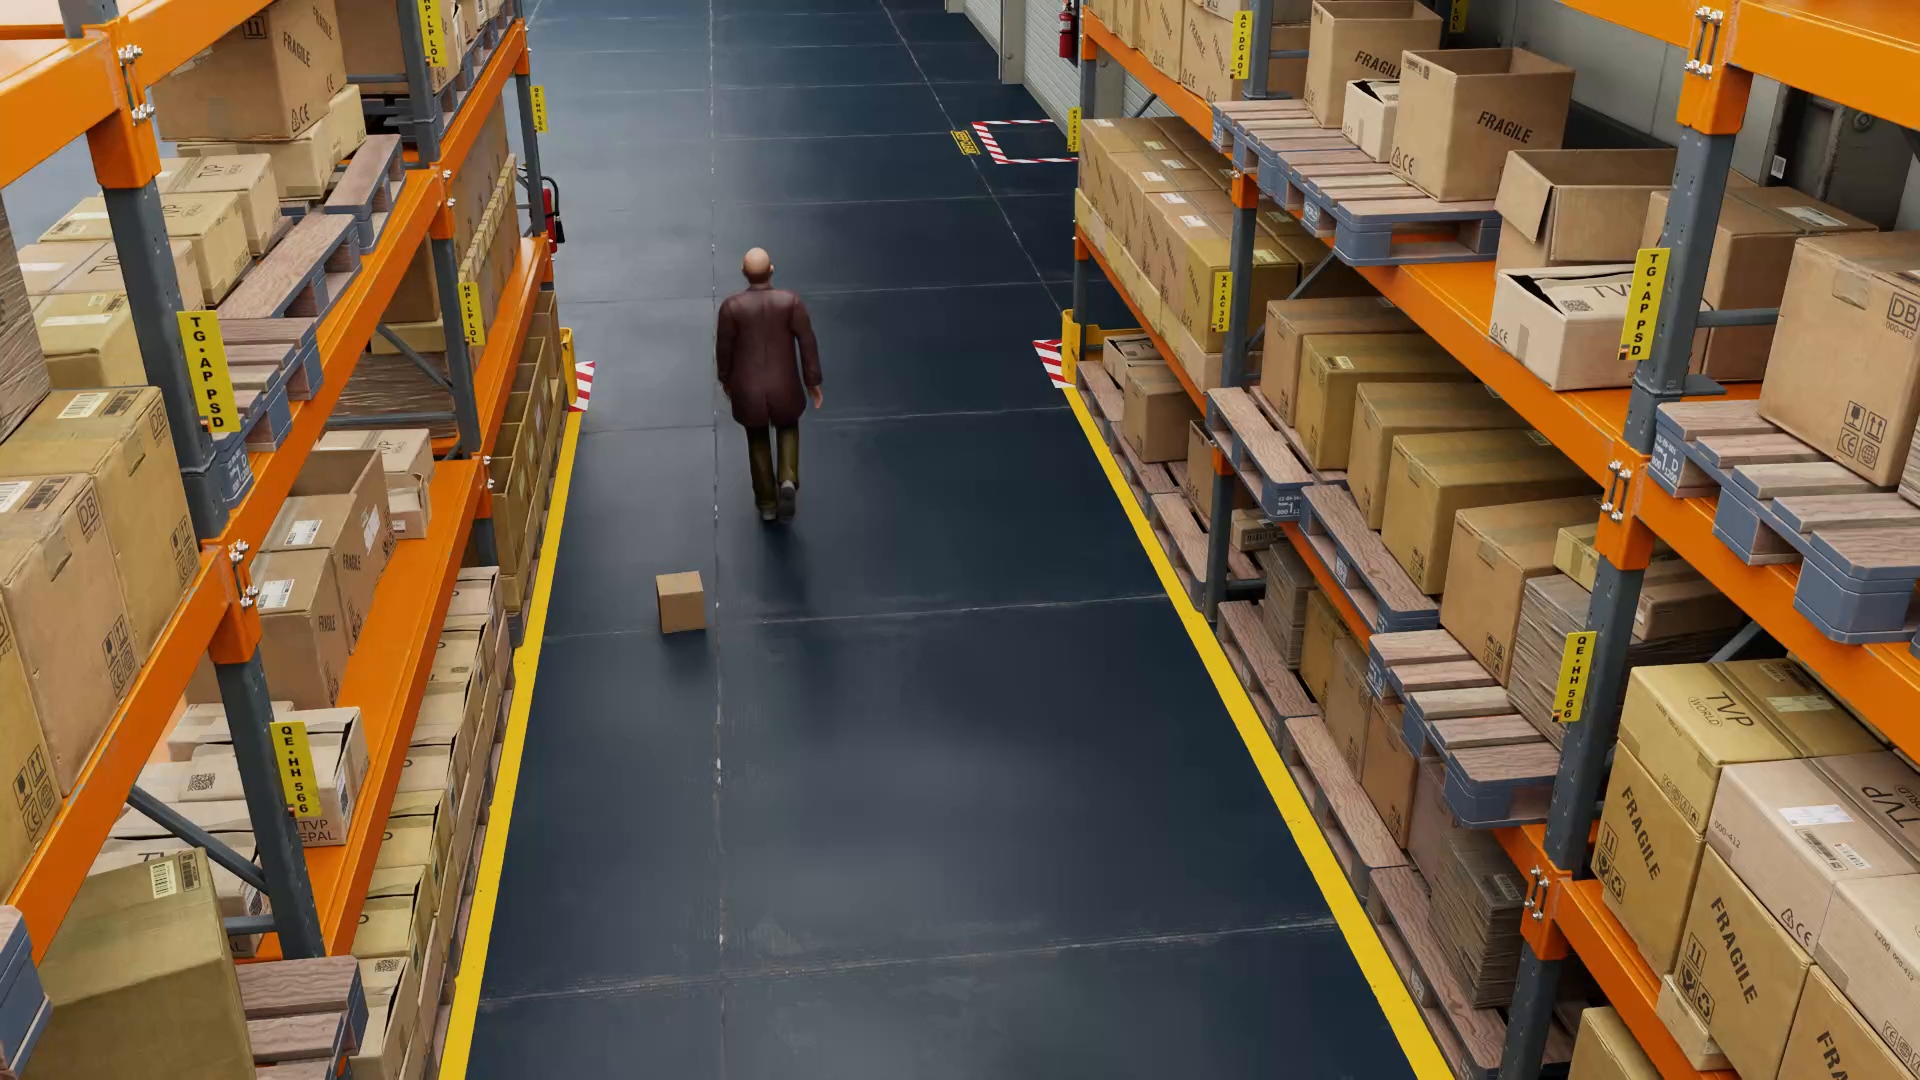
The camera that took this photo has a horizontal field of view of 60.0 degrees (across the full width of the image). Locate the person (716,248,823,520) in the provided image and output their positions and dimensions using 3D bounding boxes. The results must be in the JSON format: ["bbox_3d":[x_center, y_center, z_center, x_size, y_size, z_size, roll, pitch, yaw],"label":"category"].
[{"bbox_3d":[-1.198,-0.973,10.530,0.651,1.778,0.560,-5,27,-10],"label":"person"}]
